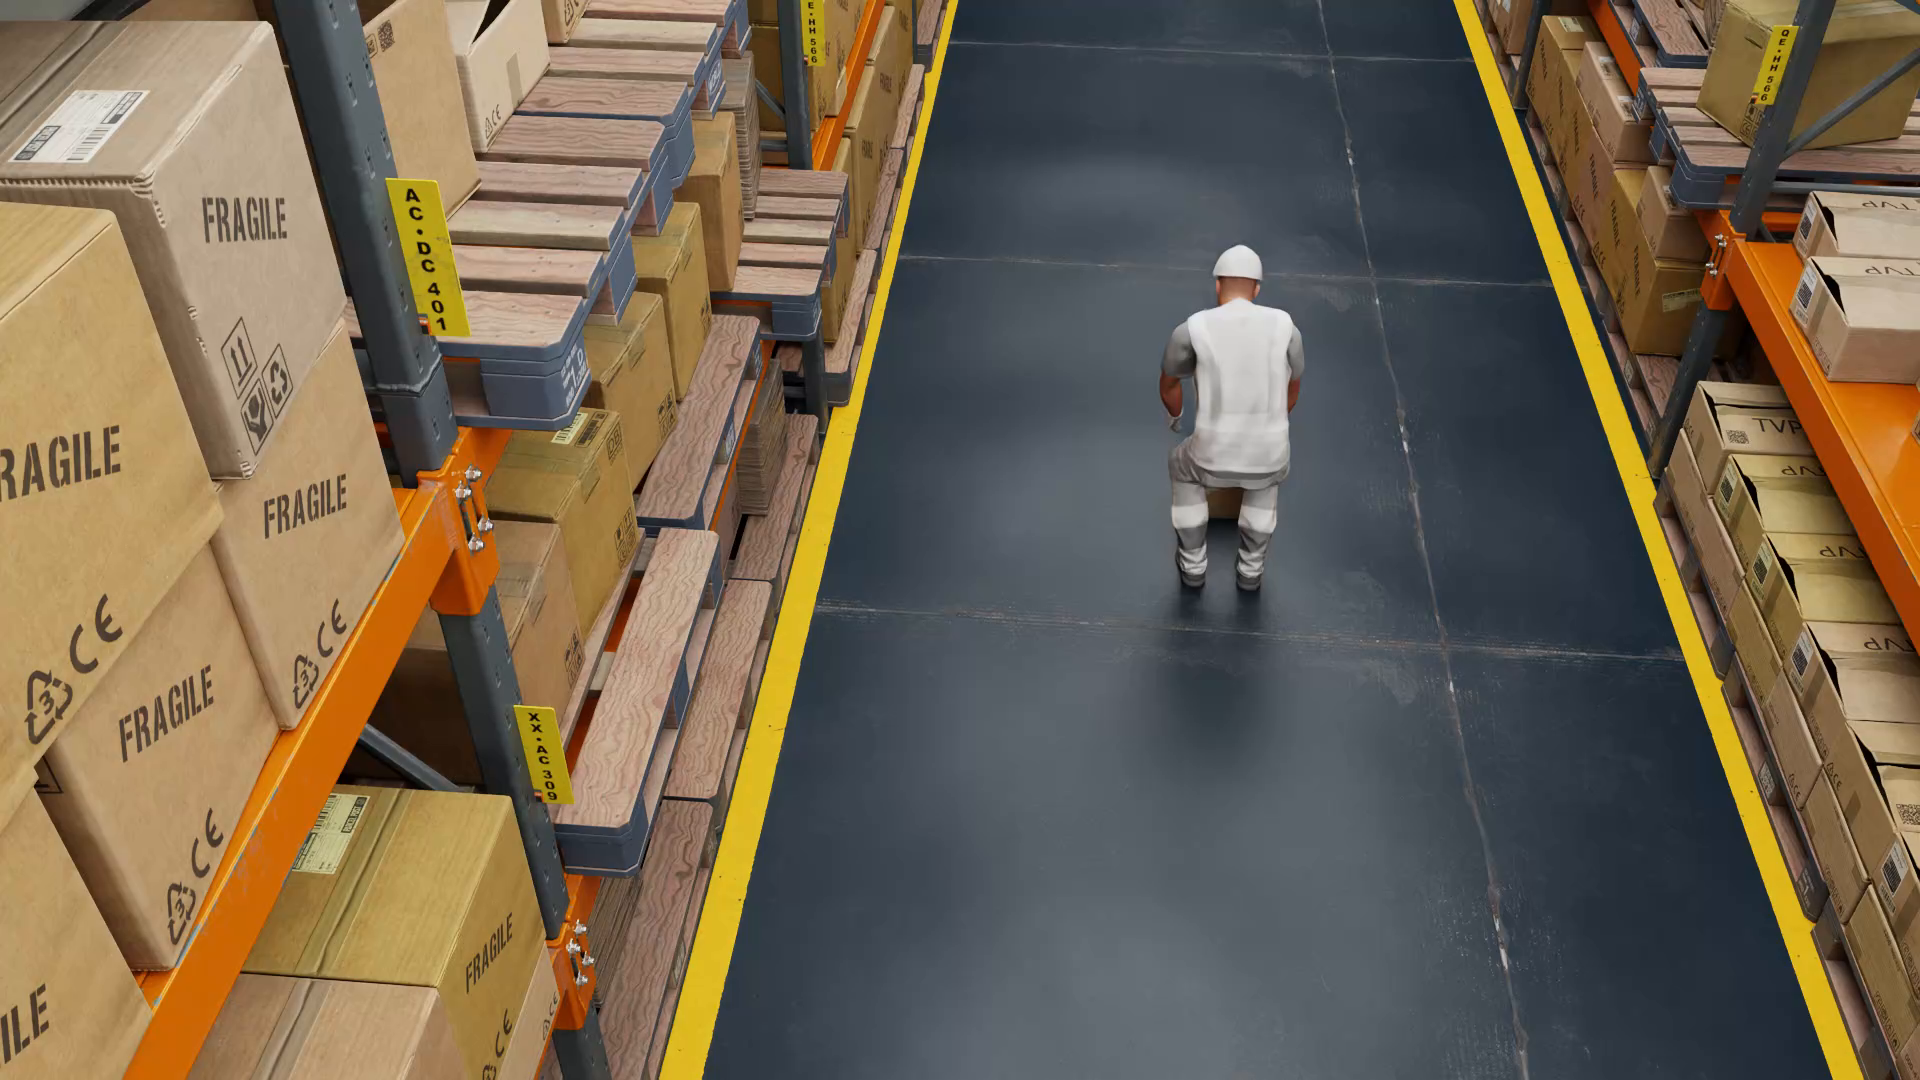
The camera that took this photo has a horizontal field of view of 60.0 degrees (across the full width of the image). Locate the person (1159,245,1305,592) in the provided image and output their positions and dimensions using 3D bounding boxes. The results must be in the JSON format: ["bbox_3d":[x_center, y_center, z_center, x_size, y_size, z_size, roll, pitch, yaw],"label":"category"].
[{"bbox_3d":[1.114,-0.468,6.973,0.583,1.442,0.748,3,40,4],"label":"person"}]
